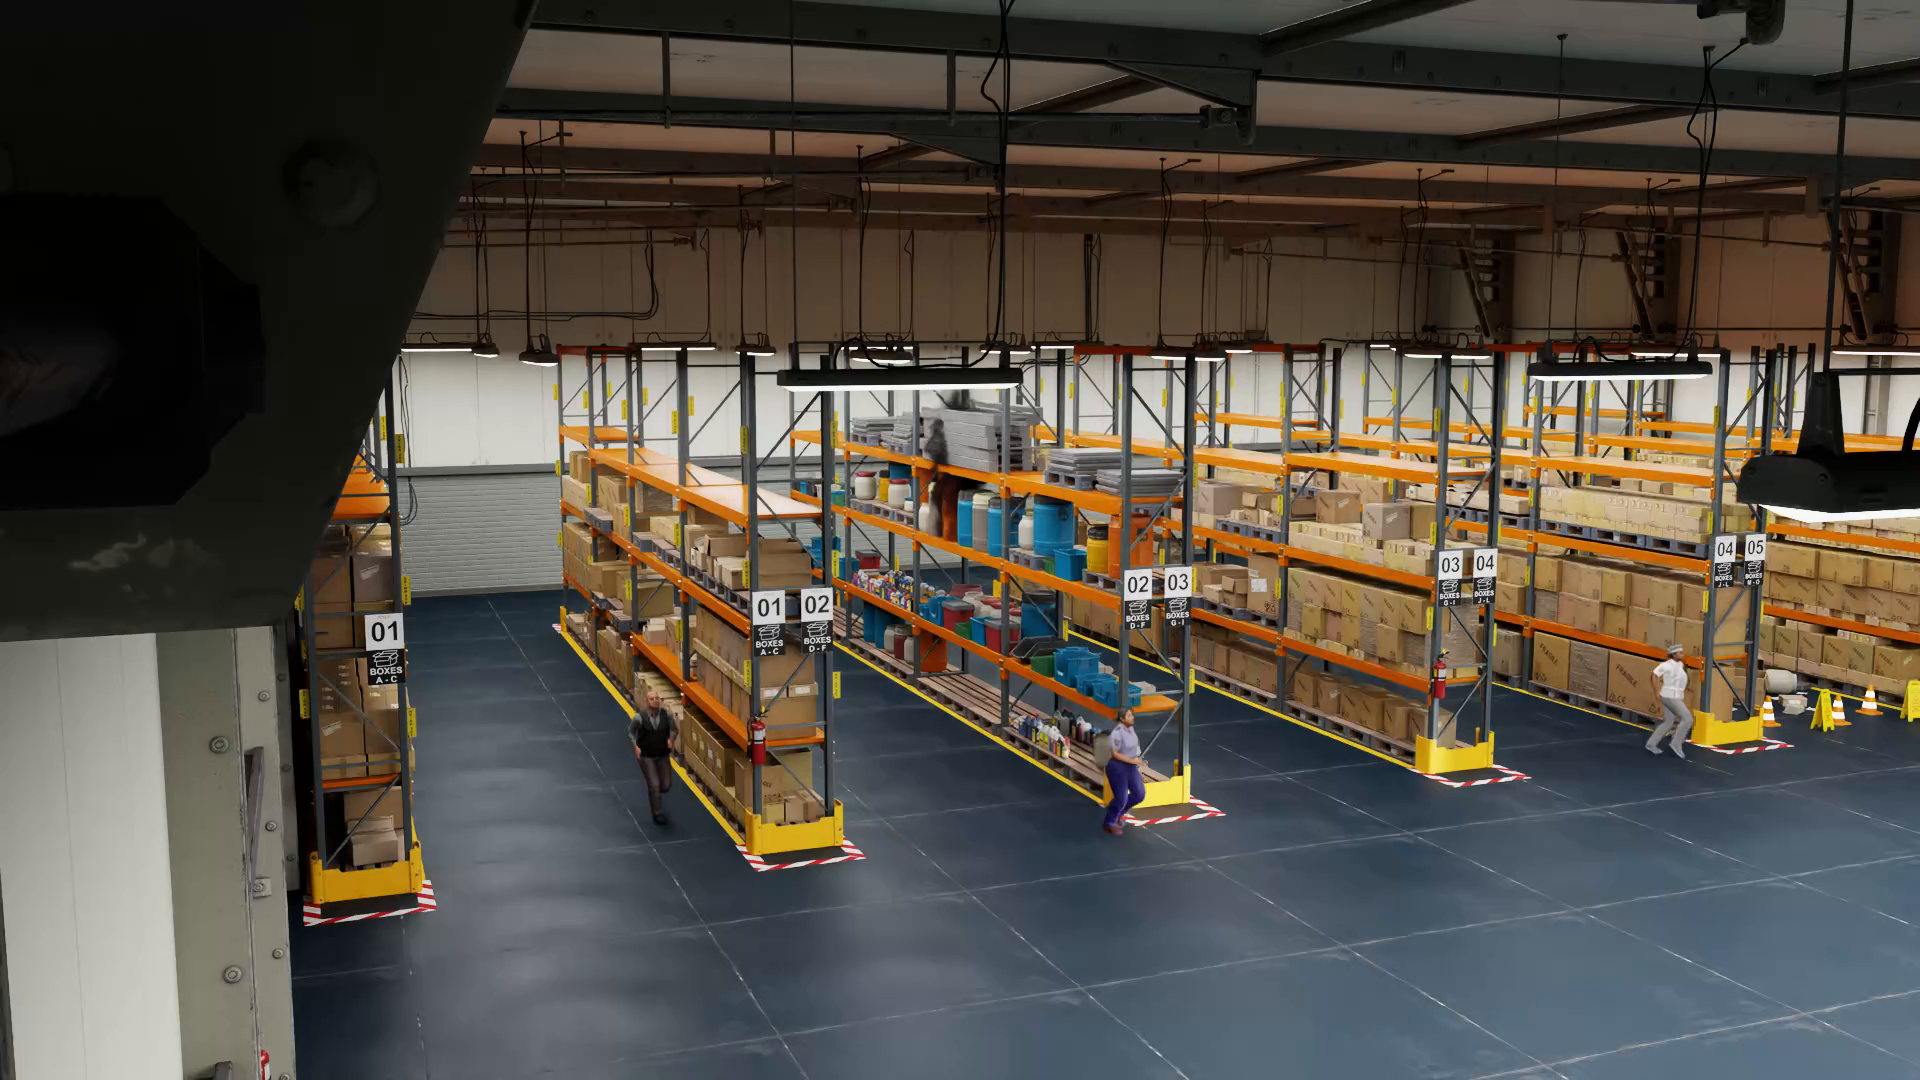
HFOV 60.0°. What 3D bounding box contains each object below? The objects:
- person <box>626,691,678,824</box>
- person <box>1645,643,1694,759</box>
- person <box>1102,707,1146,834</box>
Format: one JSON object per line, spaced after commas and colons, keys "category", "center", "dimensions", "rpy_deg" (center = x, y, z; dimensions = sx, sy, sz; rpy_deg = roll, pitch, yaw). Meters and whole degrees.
{"category": "person", "center": [-3.959, 2.776, 21.467], "dimensions": [0.658, 1.687, 0.716], "rpy_deg": [-3, 8, -24]}
{"category": "person", "center": [10.617, 2.363, 24.728], "dimensions": [0.665, 1.657, 0.571], "rpy_deg": [6, 10, 41]}
{"category": "person", "center": [2.097, 2.896, 20.903], "dimensions": [0.588, 1.605, 0.636], "rpy_deg": [5, 9, 33]}
